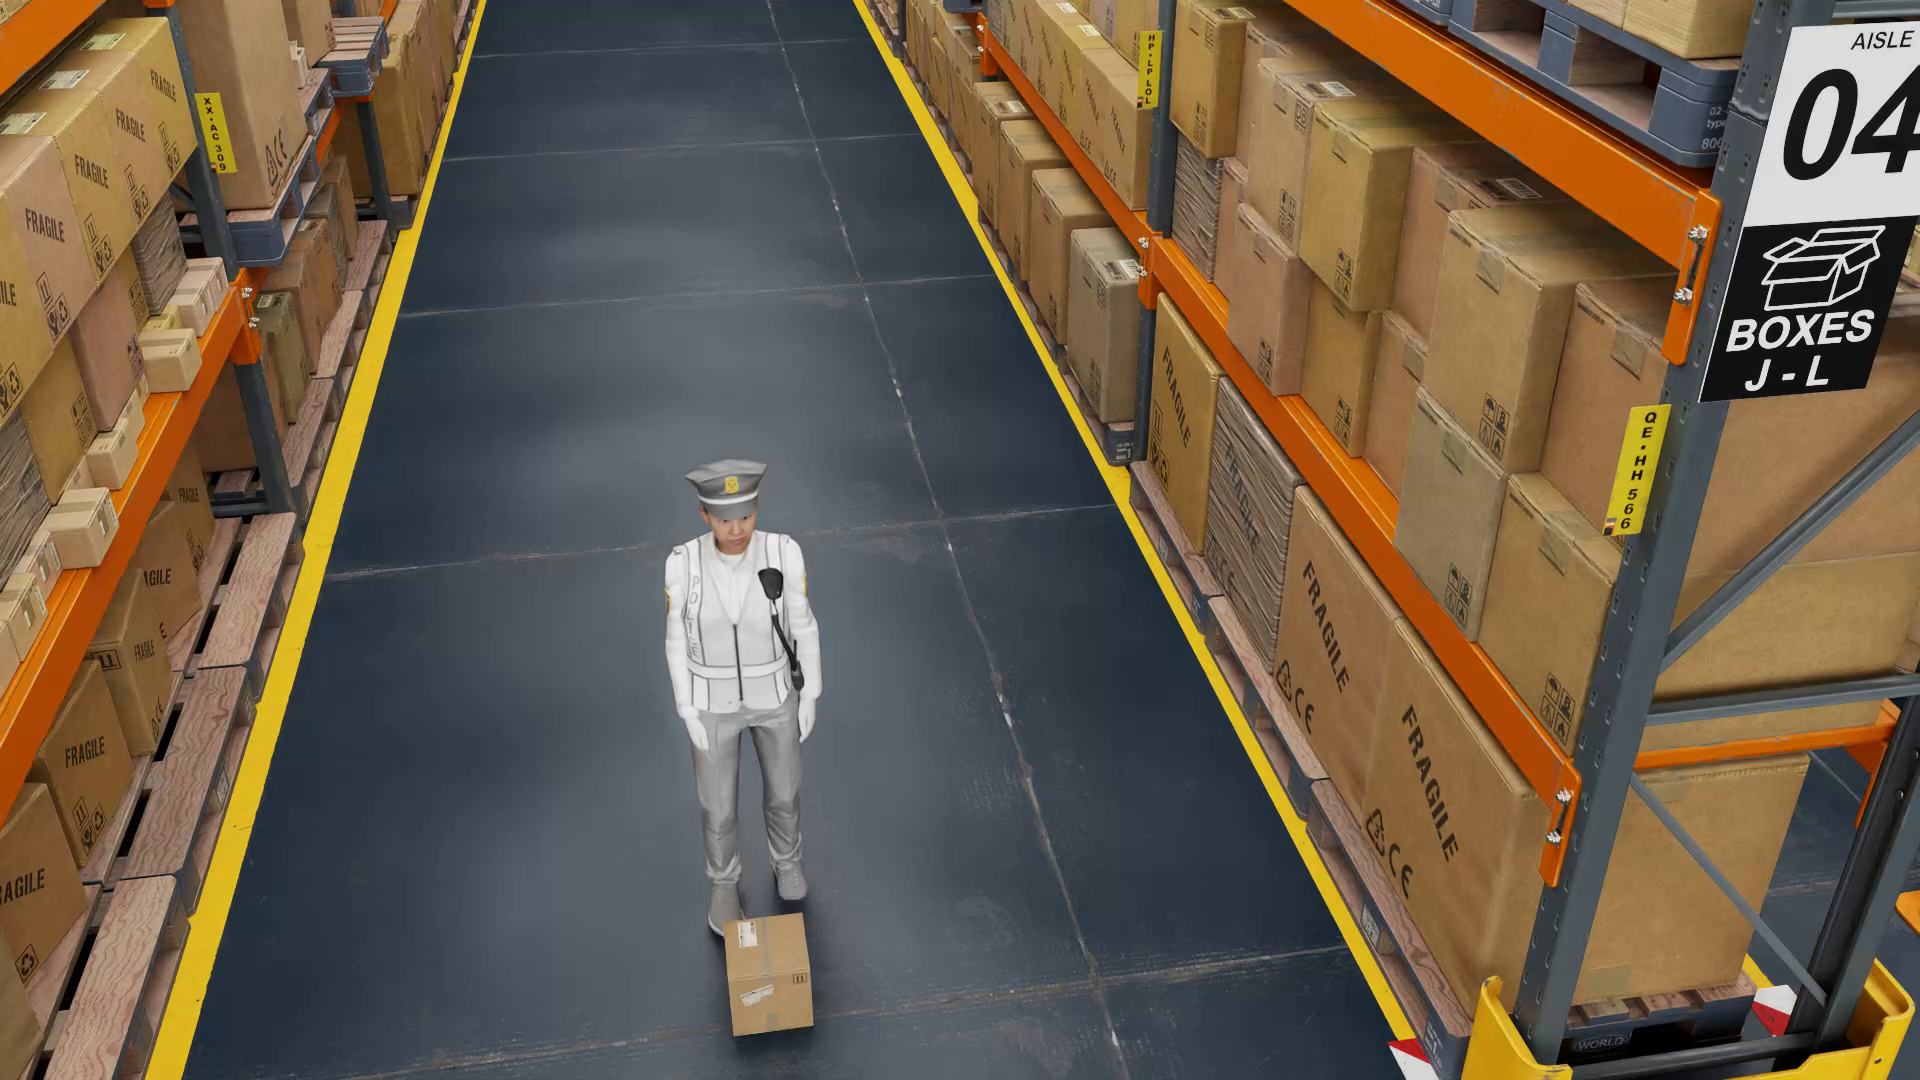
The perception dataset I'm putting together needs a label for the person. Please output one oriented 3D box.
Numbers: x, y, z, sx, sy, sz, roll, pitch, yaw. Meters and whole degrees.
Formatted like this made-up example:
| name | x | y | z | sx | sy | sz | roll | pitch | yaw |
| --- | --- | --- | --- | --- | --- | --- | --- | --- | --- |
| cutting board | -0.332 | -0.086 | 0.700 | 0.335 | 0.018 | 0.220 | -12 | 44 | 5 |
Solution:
| name | x | y | z | sx | sy | sz | roll | pitch | yaw |
| --- | --- | --- | --- | --- | --- | --- | --- | --- | --- |
| person | -0.675 | 0.527 | 5.288 | 0.477 | 1.729 | 0.371 | -5 | 31 | -8 |
